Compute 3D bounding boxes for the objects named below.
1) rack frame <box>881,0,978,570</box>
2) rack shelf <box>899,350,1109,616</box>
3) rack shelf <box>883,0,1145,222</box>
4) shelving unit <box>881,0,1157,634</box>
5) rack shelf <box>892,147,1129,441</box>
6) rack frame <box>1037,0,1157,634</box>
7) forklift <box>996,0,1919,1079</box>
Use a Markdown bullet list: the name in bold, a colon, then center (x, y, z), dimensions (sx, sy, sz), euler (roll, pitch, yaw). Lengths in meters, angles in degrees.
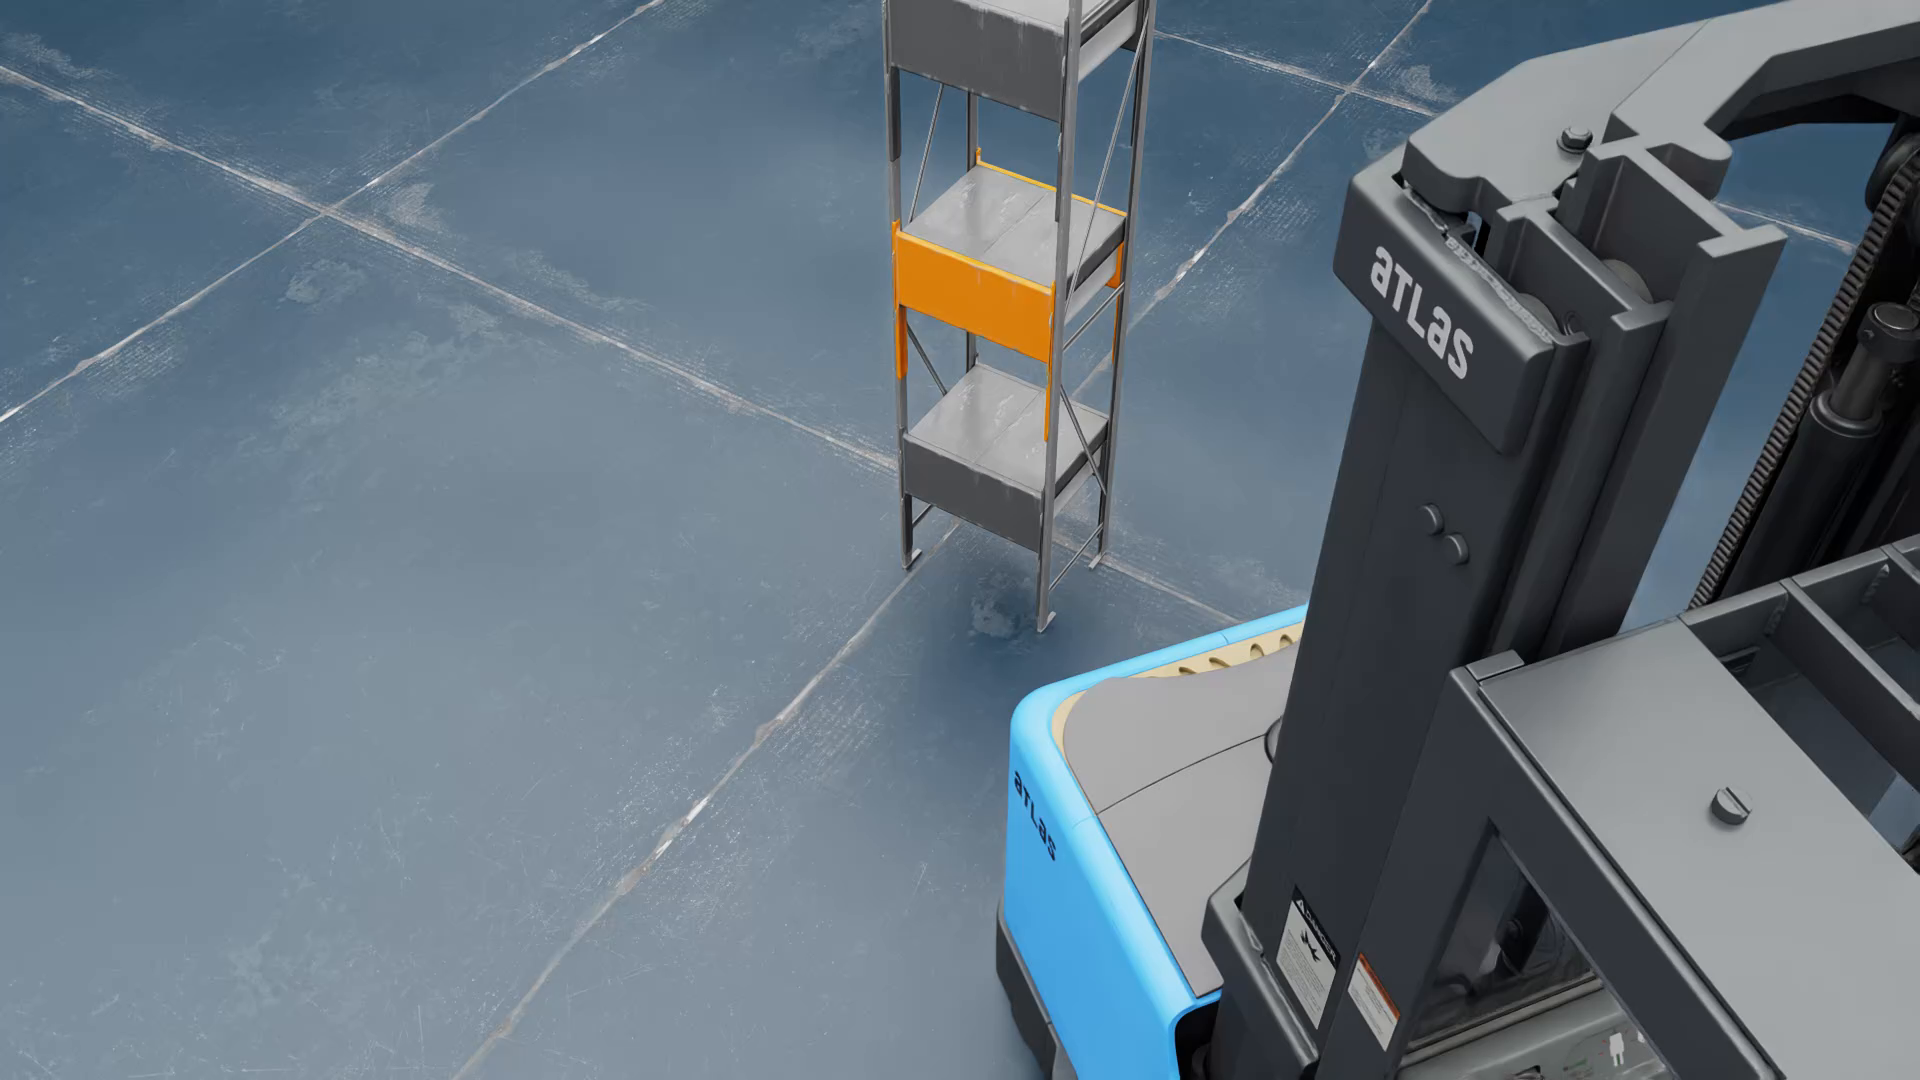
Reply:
- **rack frame**: center (-0.066, -0.762, 4.526), dimensions (0.015, 2.100, 0.400), euler (25, 51, 22)
- **rack shelf**: center (0.139, -0.170, 4.946), dimensions (0.480, 0.518, 0.431), euler (25, 51, 22)
- **rack shelf**: center (0.139, -1.146, 3.942), dimensions (0.480, 0.518, 0.431), euler (25, 51, 22)
- **shelving unit**: center (0.139, -0.668, 4.435), dimensions (0.503, 2.100, 0.431), euler (25, 51, 22)
- **rack shelf**: center (0.139, -0.658, 4.444), dimensions (0.480, 0.518, 0.431), euler (25, 51, 22)
- **rack frame**: center (0.345, -0.573, 4.343), dimensions (0.015, 2.100, 0.400), euler (25, 51, 22)
- **forklift**: center (1.102, 0.907, 2.325), dimensions (1.130, 2.935, 3.031), euler (-16, 48, -15)
